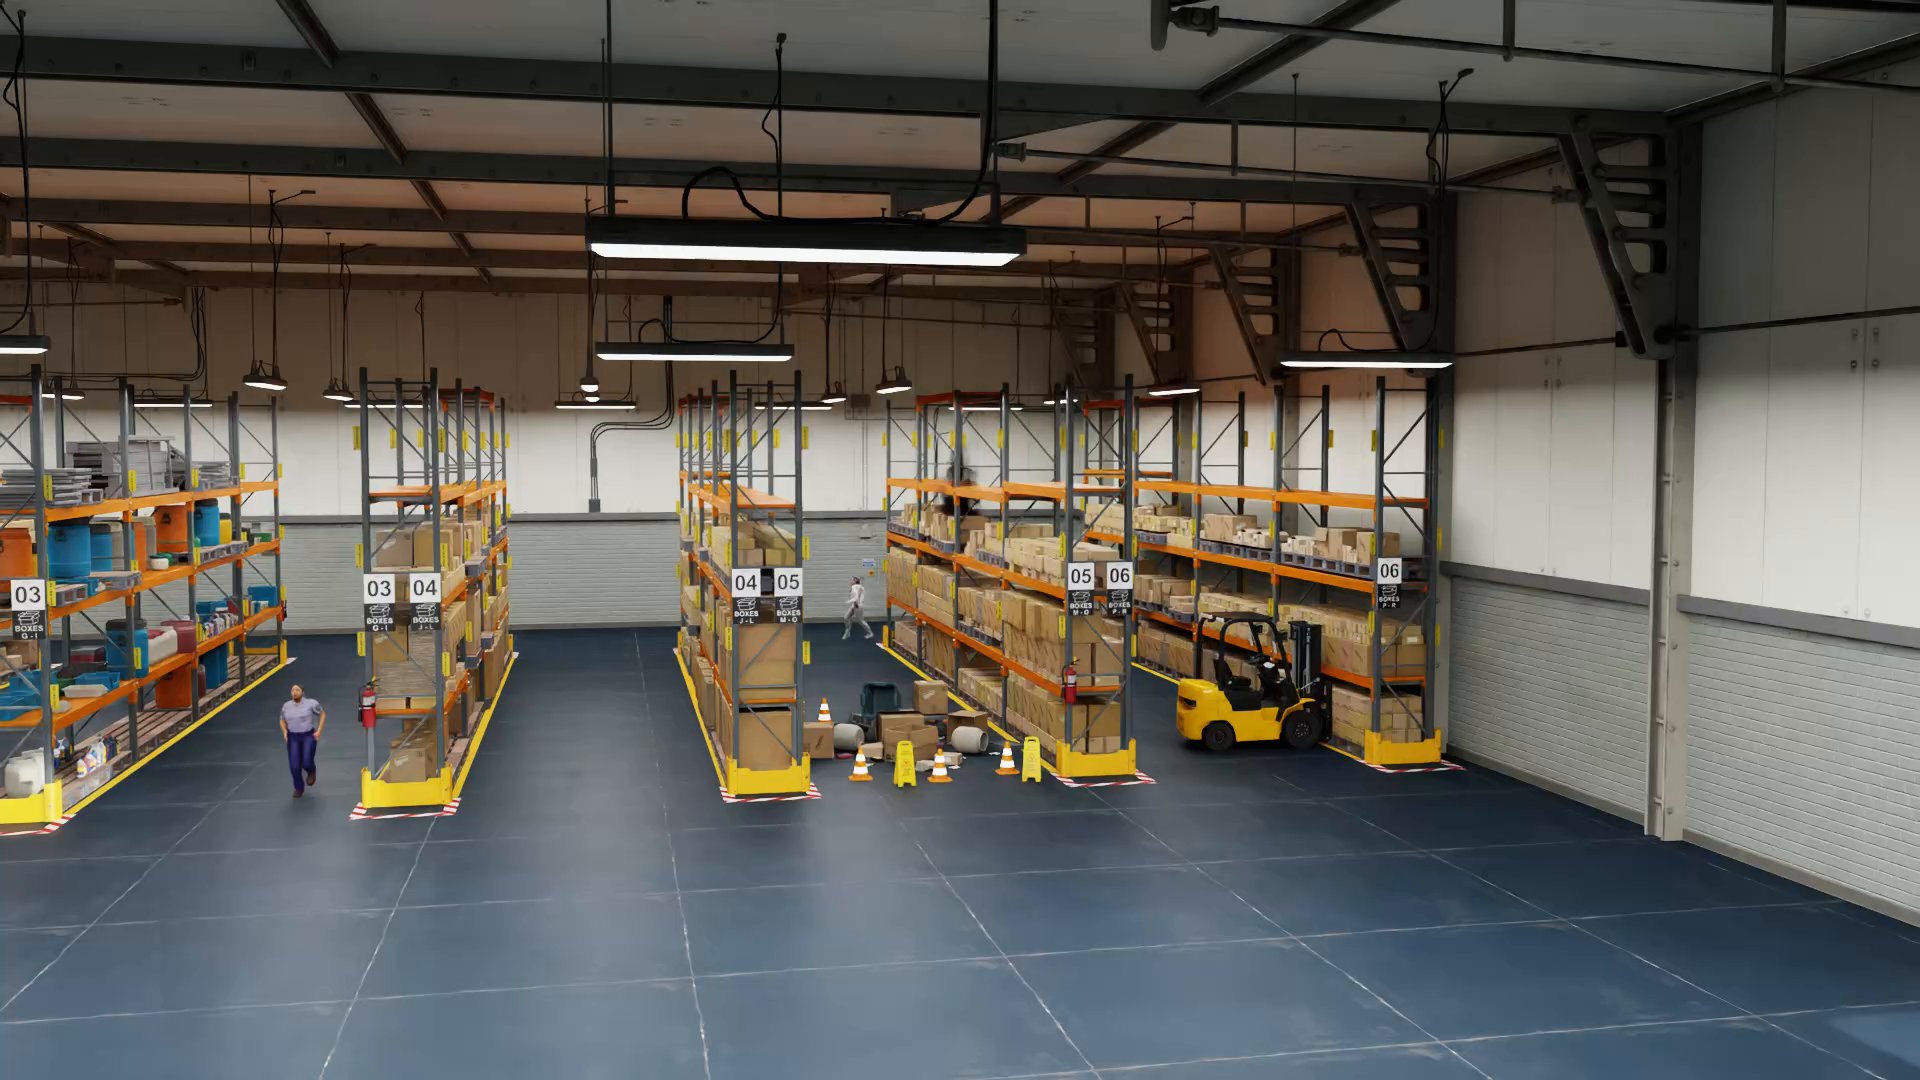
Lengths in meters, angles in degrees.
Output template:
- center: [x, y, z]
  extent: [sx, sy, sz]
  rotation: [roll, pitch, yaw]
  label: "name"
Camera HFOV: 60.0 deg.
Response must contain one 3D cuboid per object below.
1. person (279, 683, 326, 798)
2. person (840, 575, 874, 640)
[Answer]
- center: [-9.266, 2.821, 23.386]
  extent: [0.603, 1.623, 0.570]
  rotation: [0, 3, -6]
  label: "person"
- center: [-2.567, 1.690, 41.572]
  extent: [0.850, 1.667, 0.593]
  rotation: [0, 3, -6]
  label: "person"
